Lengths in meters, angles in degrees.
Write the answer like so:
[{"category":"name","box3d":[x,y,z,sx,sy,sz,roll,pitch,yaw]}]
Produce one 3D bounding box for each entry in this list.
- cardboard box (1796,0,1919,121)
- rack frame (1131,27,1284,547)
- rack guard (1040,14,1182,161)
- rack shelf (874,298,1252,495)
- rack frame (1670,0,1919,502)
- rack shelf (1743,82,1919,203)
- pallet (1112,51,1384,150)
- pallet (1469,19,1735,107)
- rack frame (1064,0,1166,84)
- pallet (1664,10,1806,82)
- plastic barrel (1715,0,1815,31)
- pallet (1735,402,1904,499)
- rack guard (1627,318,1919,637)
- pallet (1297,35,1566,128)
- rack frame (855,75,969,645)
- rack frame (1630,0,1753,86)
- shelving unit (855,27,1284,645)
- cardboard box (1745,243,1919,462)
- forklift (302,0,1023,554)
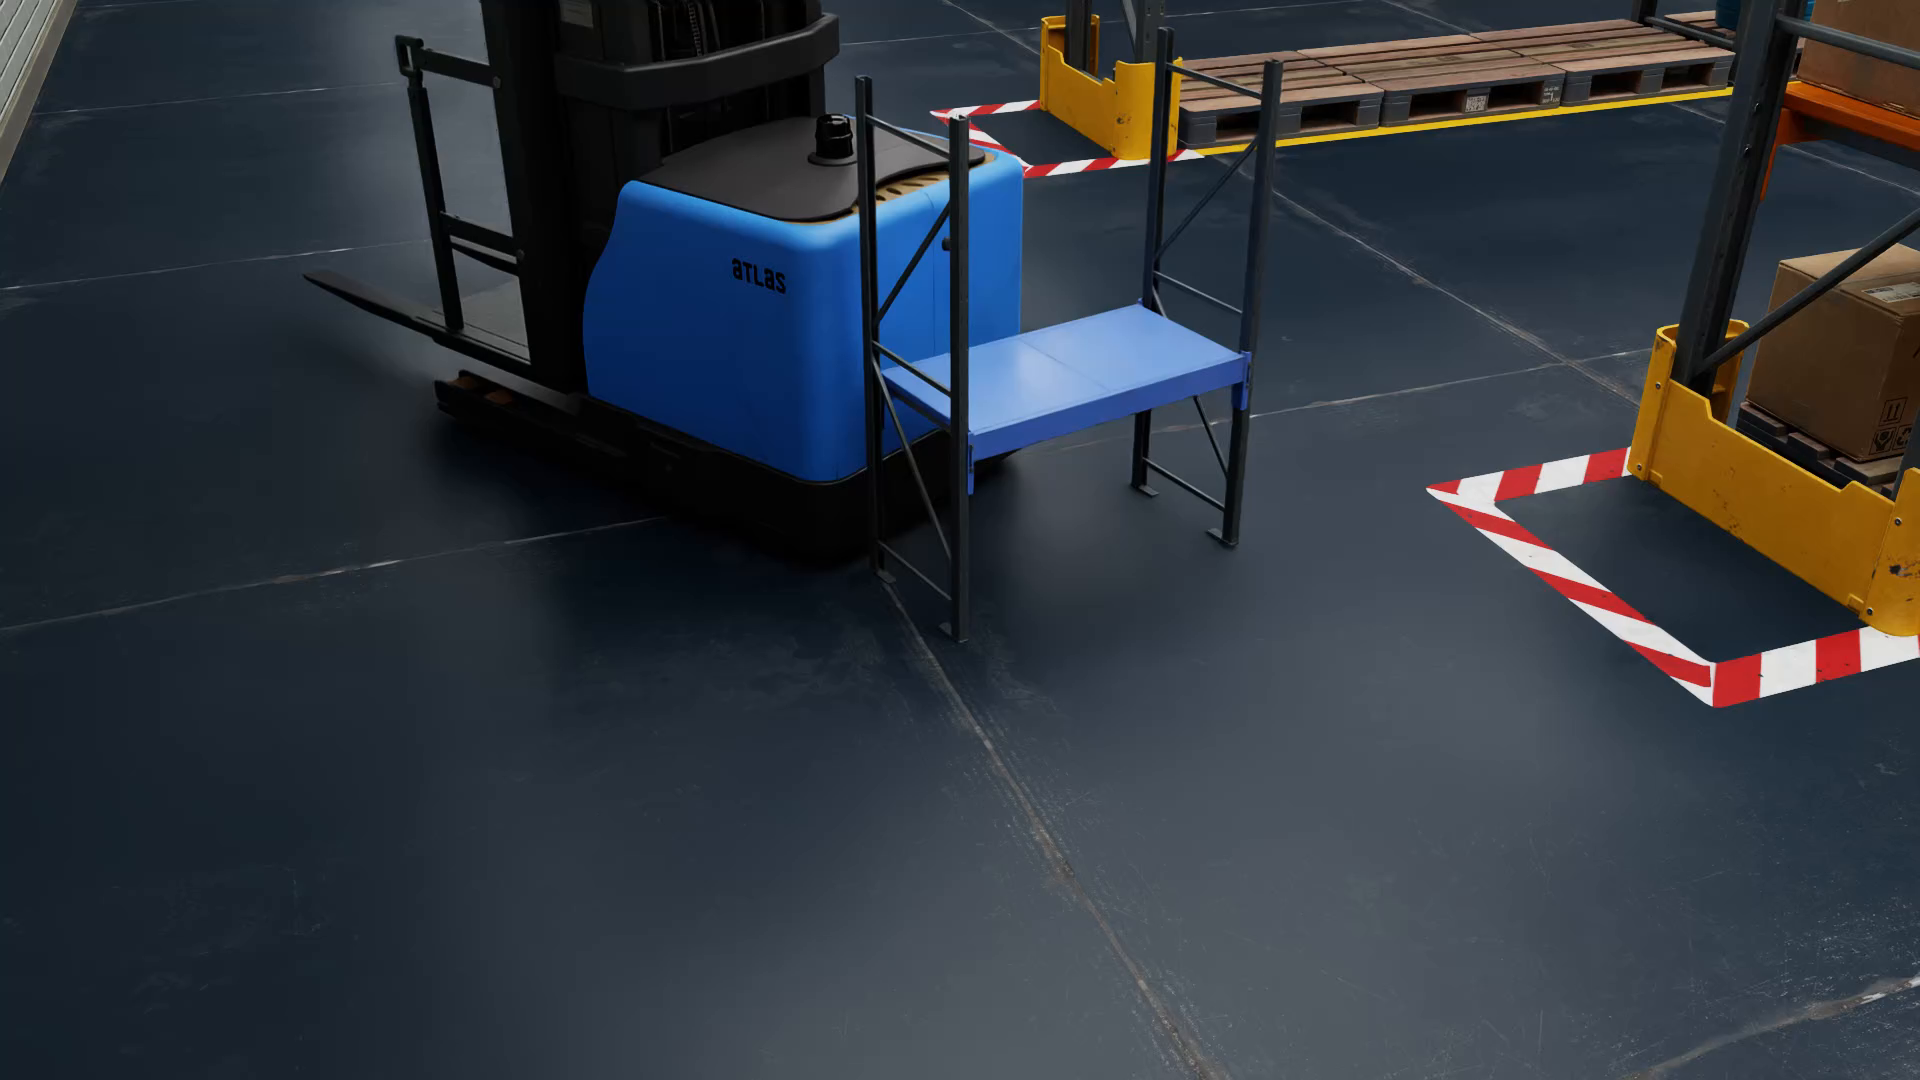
[{"category":"cardboard box","box3d":[2.875,-1.551,4.841,0.500,0.500,0.500,-9,31,-16]},{"category":"rack frame","box3d":[0.724,-0.737,5.028,0.032,1.500,0.500,-18,34,-28]},{"category":"rack guard","box3d":[0.808,-2.507,9.145,0.348,0.500,1.175,-10,31,-18]},{"category":"rack shelf","box3d":[0.299,-0.442,4.875,1.000,0.185,0.538,-18,34,-28]},{"category":"rack frame","box3d":[2.550,-1.304,4.509,0.127,3.000,1.000,-10,31,-18]},{"category":"rack shelf","box3d":[4.424,-1.337,5.293,4.000,0.370,1.077,-10,31,-18]},{"category":"pallet","box3d":[1.612,-2.516,9.452,1.213,0.211,1.003,-10,31,-18]},{"category":"pallet","box3d":[3.899,-2.937,10.192,1.213,0.211,1.003,-10,31,-18]},{"category":"rack frame","box3d":[0.826,-3.603,8.544,0.127,3.000,1.000,-10,31,-18]},{"category":"pallet","box3d":[5.313,-3.196,10.646,1.213,0.211,1.003,-10,31,-18]},{"category":"plastic barrel","box3d":[5.091,-3.650,10.322,0.708,0.901,0.600,-10,31,-18]},{"category":"pallet","box3d":[3.368,-0.244,5.465,1.213,0.211,1.003,-10,31,-18]},{"category":"rack guard","box3d":[2.621,-0.231,5.151,0.348,0.500,1.175,-10,31,-18]},{"category":"pallet","box3d":[2.754,-2.724,9.819,1.213,0.211,1.003,-10,31,-18]},{"category":"rack frame","box3d":[-0.126,-0.461,4.544,0.032,1.500,0.500,-18,34,-28]},{"category":"rack frame","box3d":[4.575,-4.293,9.756,0.127,3.000,1.000,-10,31,-18]},{"category":"shelving unit","box3d":[0.299,-0.599,4.786,1.048,1.500,0.538,-18,34,-28]},{"category":"cardboard box","box3d":[2.973,-0.617,5.384,0.500,0.500,0.500,-10,31,-18]},{"category":"forklift","box3d":[-1.254,-1.816,5.476,3.031,2.935,1.130,22,36,33]}]
